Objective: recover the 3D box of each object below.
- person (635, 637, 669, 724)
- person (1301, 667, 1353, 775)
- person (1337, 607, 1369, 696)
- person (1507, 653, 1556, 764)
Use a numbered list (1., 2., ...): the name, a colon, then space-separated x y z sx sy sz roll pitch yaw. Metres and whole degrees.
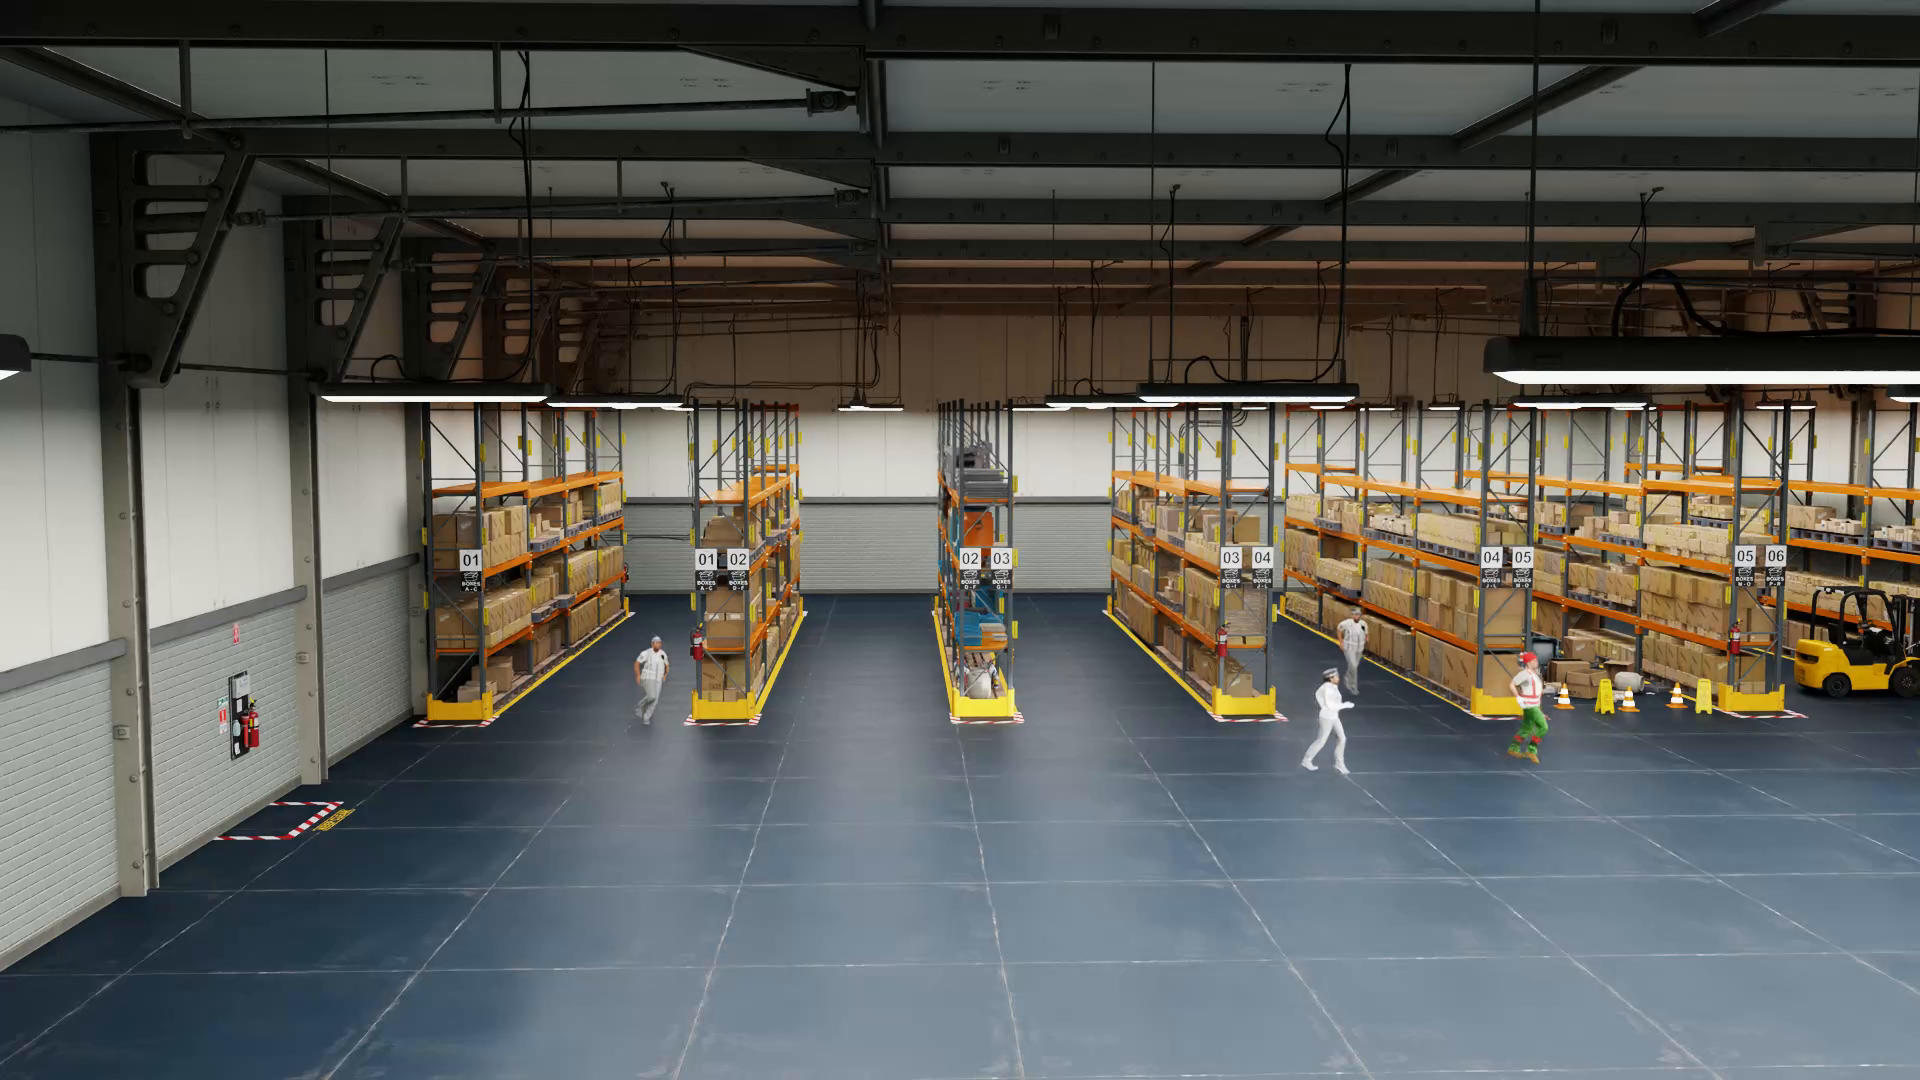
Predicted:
1. person: -5.645 2.594 30.757 0.643 1.594 0.513 -3 5 -34
2. person: 5.843 2.875 26.398 0.816 1.737 0.557 2 5 22
3. person: 8.075 2.270 34.108 0.585 1.830 0.925 -1 5 -17
4. person: 9.375 2.758 27.296 0.746 1.820 0.649 3 5 31
